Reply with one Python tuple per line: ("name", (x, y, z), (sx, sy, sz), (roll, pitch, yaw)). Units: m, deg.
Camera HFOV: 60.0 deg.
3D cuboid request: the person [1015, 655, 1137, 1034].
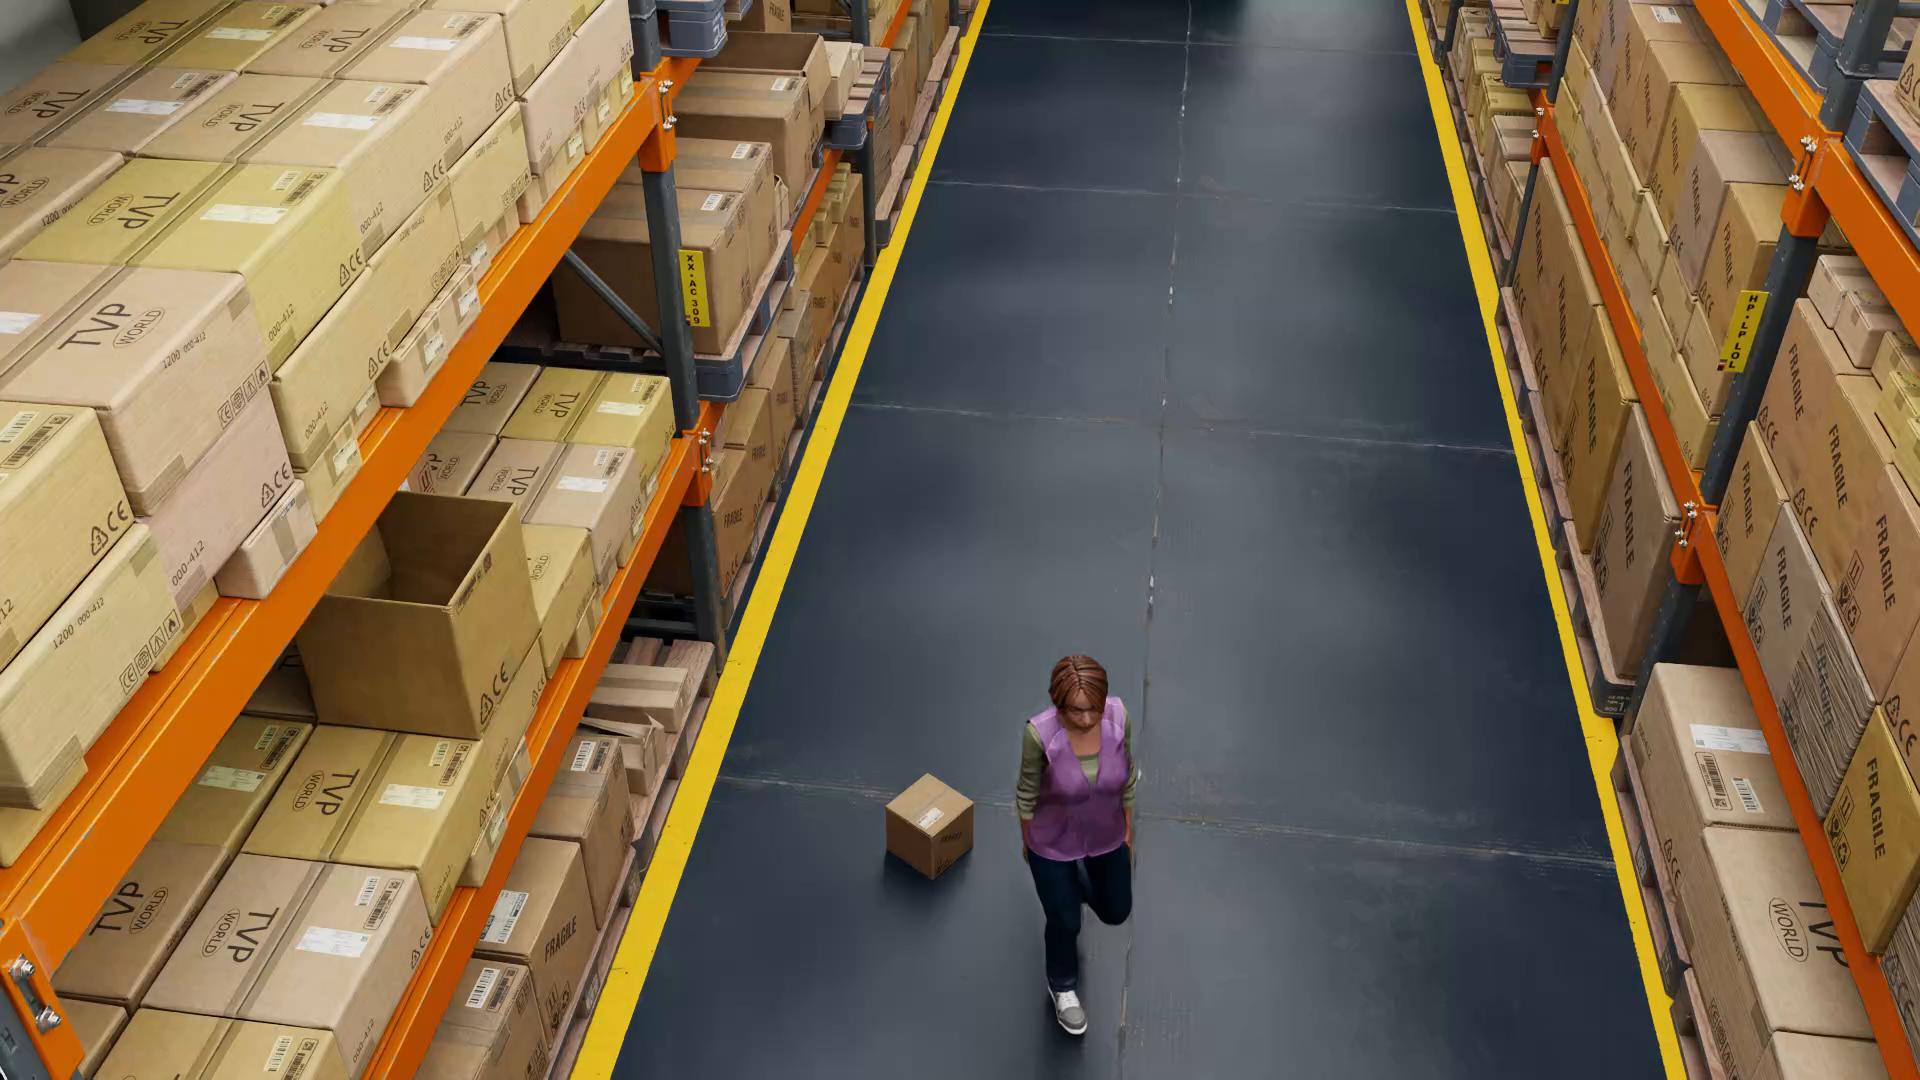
("person", (0.379, 0.976, 5.696), (0.413, 1.586, 0.568), (-11, 38, -14))
